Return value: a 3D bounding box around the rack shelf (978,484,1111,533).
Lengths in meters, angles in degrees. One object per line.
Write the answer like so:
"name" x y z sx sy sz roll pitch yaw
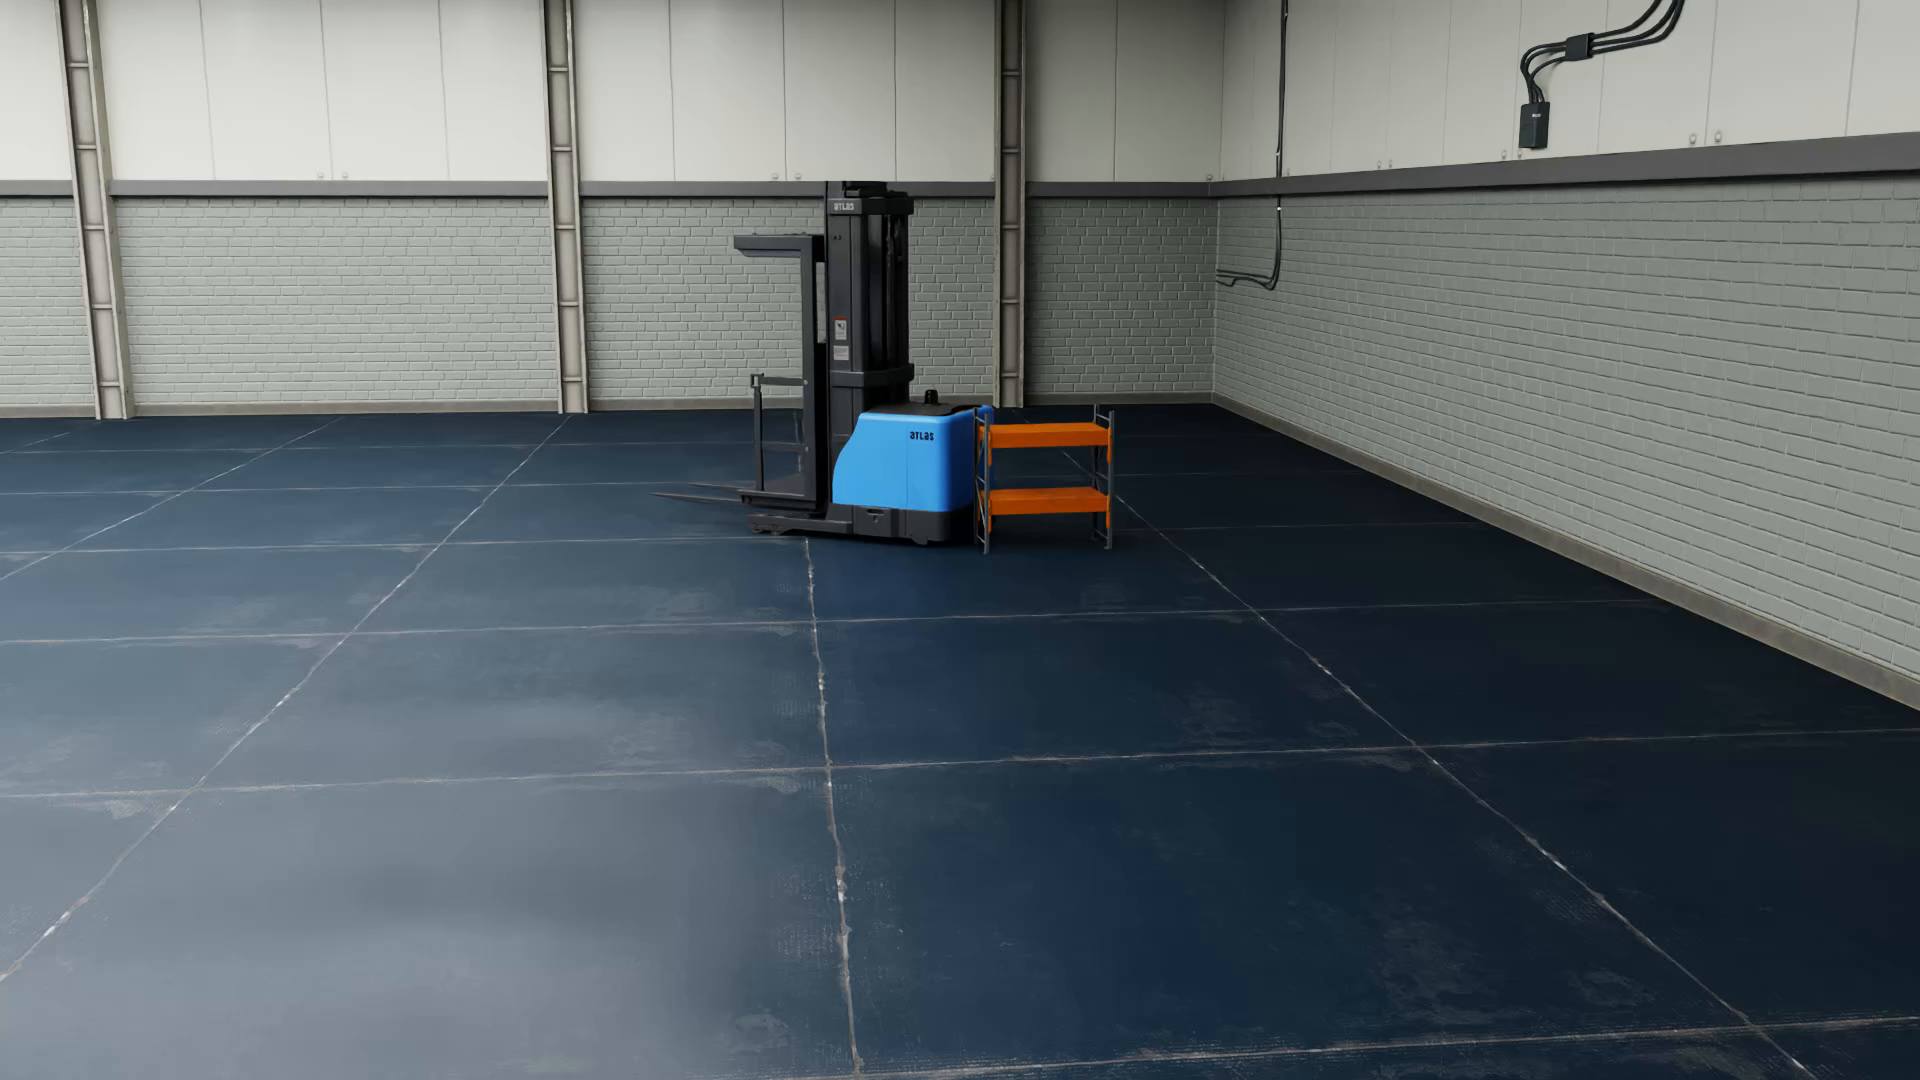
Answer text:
"rack shelf" 0.671 -0.261 13.549 1.000 0.278 0.538 -2 11 -11

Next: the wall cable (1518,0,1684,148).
"wall cable" 4.760 -5.953 12.004 0.169 6.003 2.305 -1 11 -6

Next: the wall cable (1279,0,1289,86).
"wall cable" 4.043 -6.541 18.767 0.112 2.526 3.097 -1 11 -6

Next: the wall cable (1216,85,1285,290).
"wall cable" 3.751 -4.581 21.894 0.112 2.526 3.097 -1 11 -6

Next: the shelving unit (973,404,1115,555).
"shelving unit" 0.671 -0.501 13.502 1.048 1.125 0.538 -2 11 -11

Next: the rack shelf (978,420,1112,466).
"rack shelf" 0.671 -0.789 13.446 1.000 0.278 0.538 -2 11 -11

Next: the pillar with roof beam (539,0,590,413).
"pillar with roof beam" -4.821 -5.347 17.737 0.400 9.000 9.100 -1 11 -6

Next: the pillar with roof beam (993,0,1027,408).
"pillar with roof beam" 1.144 -5.472 18.372 0.400 9.000 9.100 -1 11 -6

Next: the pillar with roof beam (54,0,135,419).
"pillar with roof beam" -10.786 -5.222 17.101 0.400 9.000 9.100 -1 11 -6

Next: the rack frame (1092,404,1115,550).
"rack frame" 1.170 -0.520 13.597 0.032 1.125 0.500 -2 11 -11

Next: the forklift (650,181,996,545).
"forklift" -1.250 -1.566 14.236 3.031 2.935 1.130 5 12 25

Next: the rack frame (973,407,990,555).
"rack frame" 0.172 -0.483 13.407 0.032 1.125 0.500 -2 11 -11
